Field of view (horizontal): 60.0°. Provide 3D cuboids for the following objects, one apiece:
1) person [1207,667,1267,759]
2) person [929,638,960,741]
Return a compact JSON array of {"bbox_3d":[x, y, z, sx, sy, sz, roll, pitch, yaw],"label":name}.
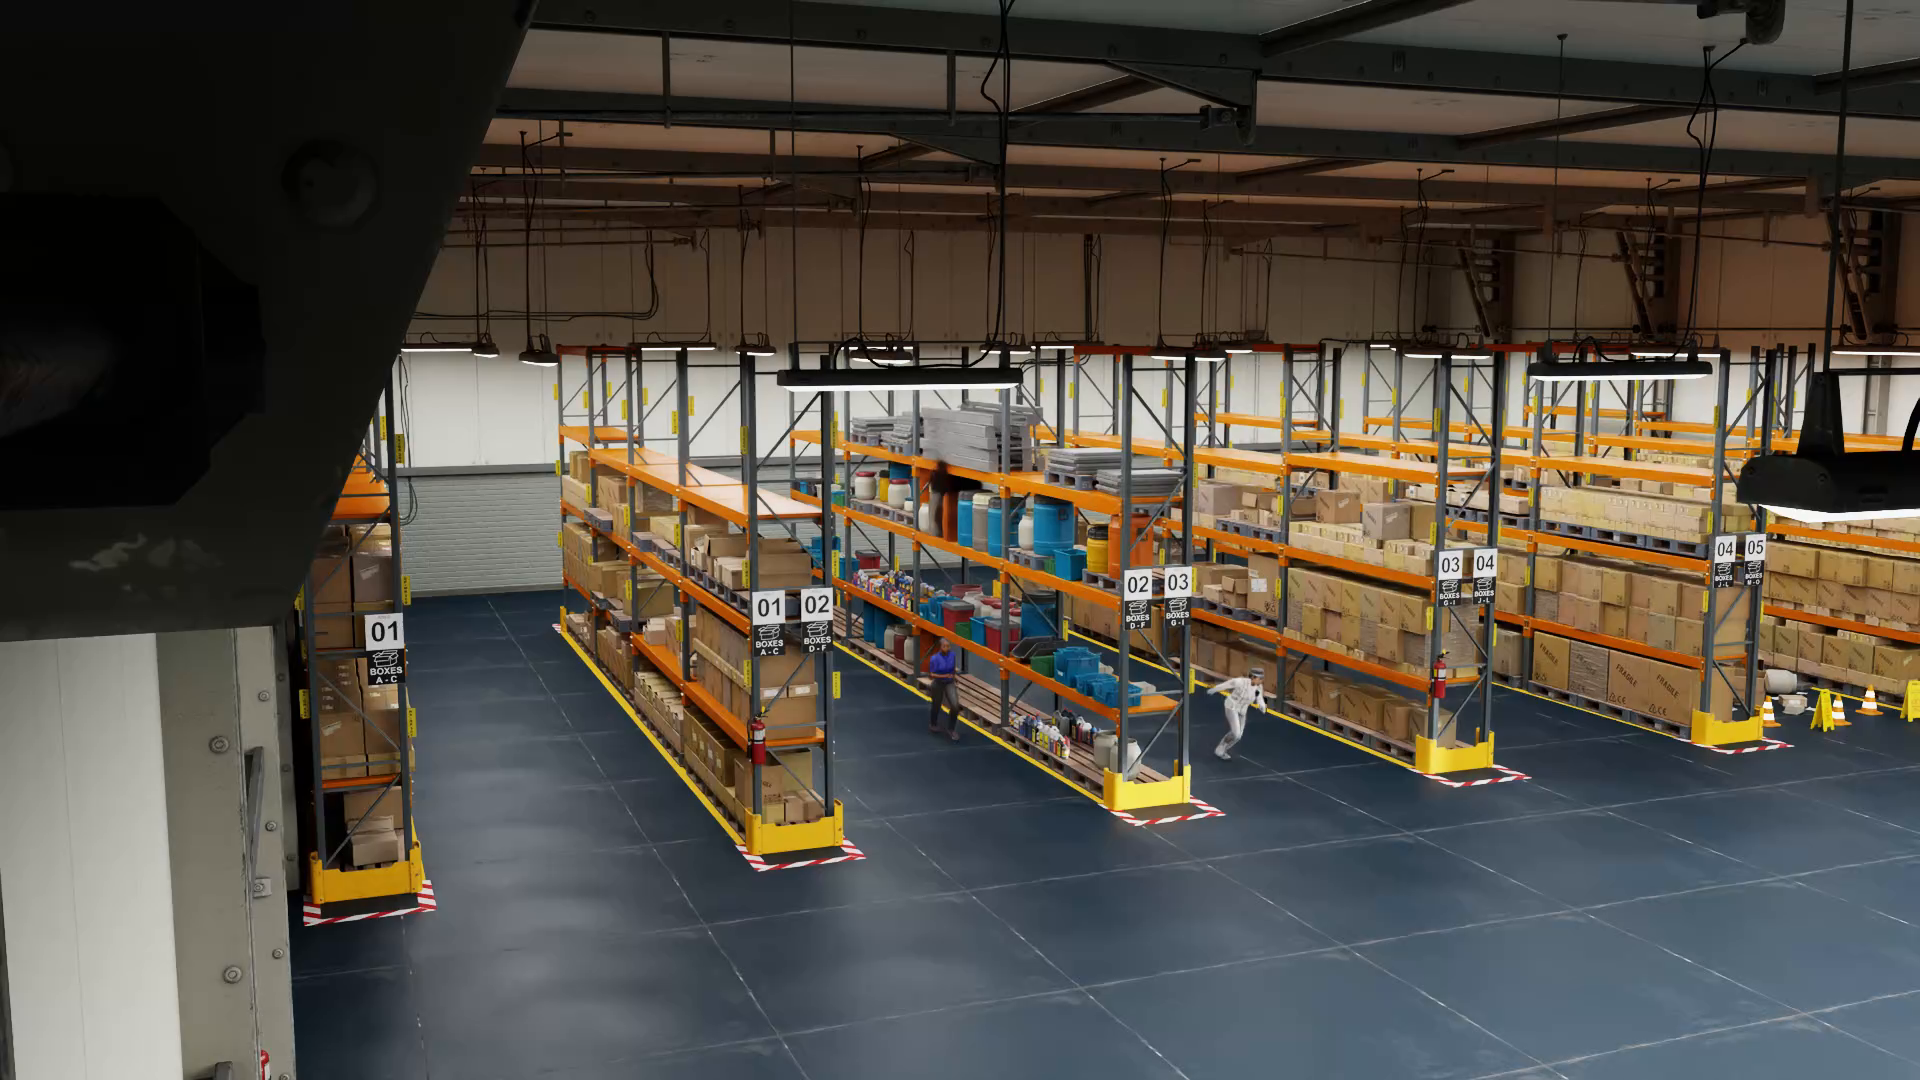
[{"bbox_3d":[4.109,2.535,24.314,0.621,1.440,0.910,-4,8,-28],"label":"person"},{"bbox_3d":[-0.259,2.279,25.662,0.511,1.592,0.946,-2,8,-16],"label":"person"}]
